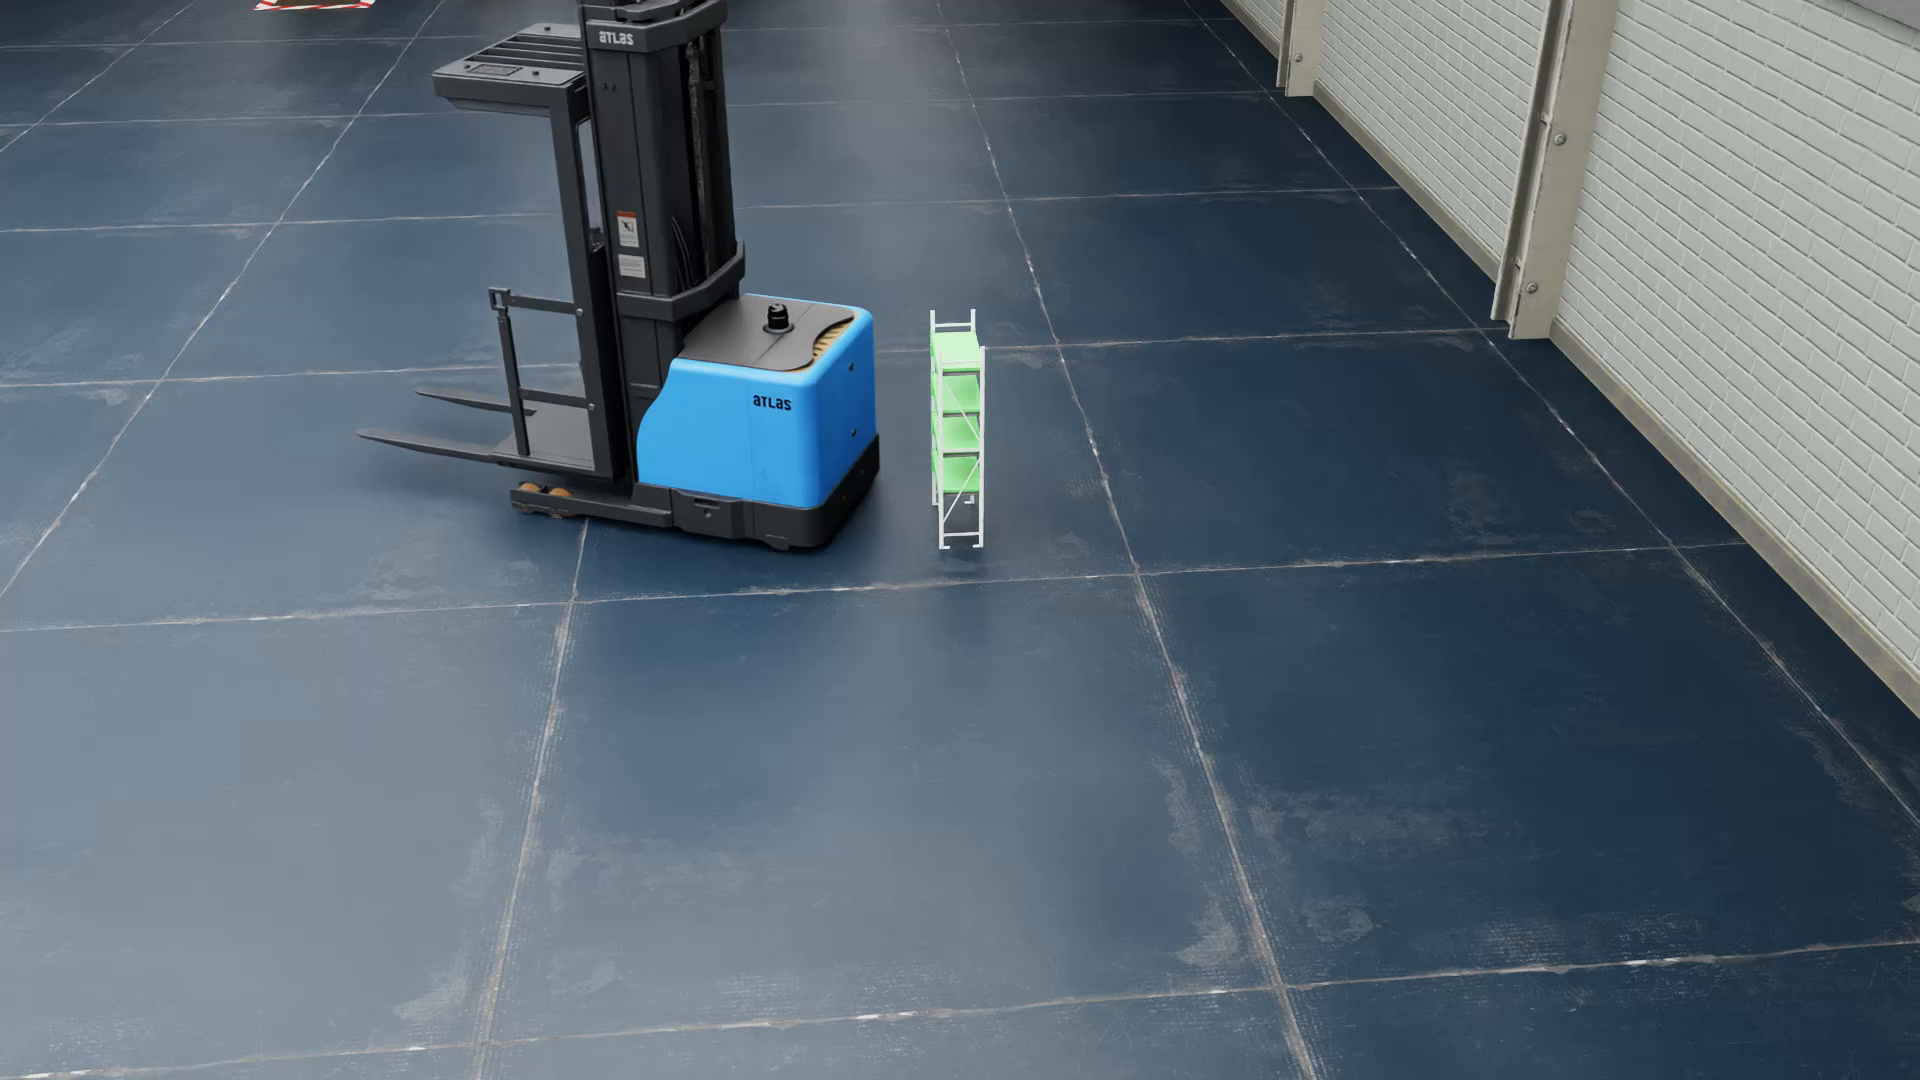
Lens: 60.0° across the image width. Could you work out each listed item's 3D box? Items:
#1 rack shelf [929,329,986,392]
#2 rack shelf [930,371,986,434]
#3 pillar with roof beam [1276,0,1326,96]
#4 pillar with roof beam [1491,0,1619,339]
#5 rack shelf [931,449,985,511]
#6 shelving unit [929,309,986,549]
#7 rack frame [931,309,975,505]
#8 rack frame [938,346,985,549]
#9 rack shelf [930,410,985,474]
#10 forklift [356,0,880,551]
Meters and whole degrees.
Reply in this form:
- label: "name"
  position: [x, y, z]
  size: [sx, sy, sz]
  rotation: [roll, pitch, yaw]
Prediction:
- label: "rack shelf"
  position: [-0.016, -0.957, 8.870]
  size: [0.258, 0.148, 0.480]
  rotation: [-3, 31, -5]
- label: "rack shelf"
  position: [-0.016, -0.751, 8.994]
  size: [0.258, 0.148, 0.480]
  rotation: [-3, 31, -5]
- label: "pillar with roof beam"
  position: [-0.872, -8.227, 14.249]
  size: [9.100, 9.000, 0.400]
  rotation: [-3, 31, -5]
- label: "pillar with roof beam"
  position: [-0.311, -5.164, 9.120]
  size: [9.100, 9.000, 0.400]
  rotation: [-3, 31, -5]
- label: "rack shelf"
  position: [-0.015, -0.339, 9.240]
  size: [0.258, 0.148, 0.480]
  rotation: [-3, 31, -5]
- label: "shelving unit"
  position: [-0.016, -0.600, 9.084]
  size: [0.258, 1.200, 0.503]
  rotation: [-3, 31, -5]
- label: "rack frame"
  position: [-0.038, -0.724, 9.292]
  size: [0.240, 1.200, 0.015]
  rotation: [-3, 31, -5]
- label: "rack frame"
  position: [0.007, -0.475, 8.875]
  size: [0.240, 1.200, 0.015]
  rotation: [-3, 31, -5]
- label: "rack shelf"
  position: [-0.016, -0.545, 9.117]
  size: [0.258, 0.148, 0.480]
  rotation: [-3, 31, -5]
- label: "forklift"
  position: [-2.048, -1.630, 9.120]
  size: [3.031, 2.935, 1.130]
  rotation: [9, 32, 15]
